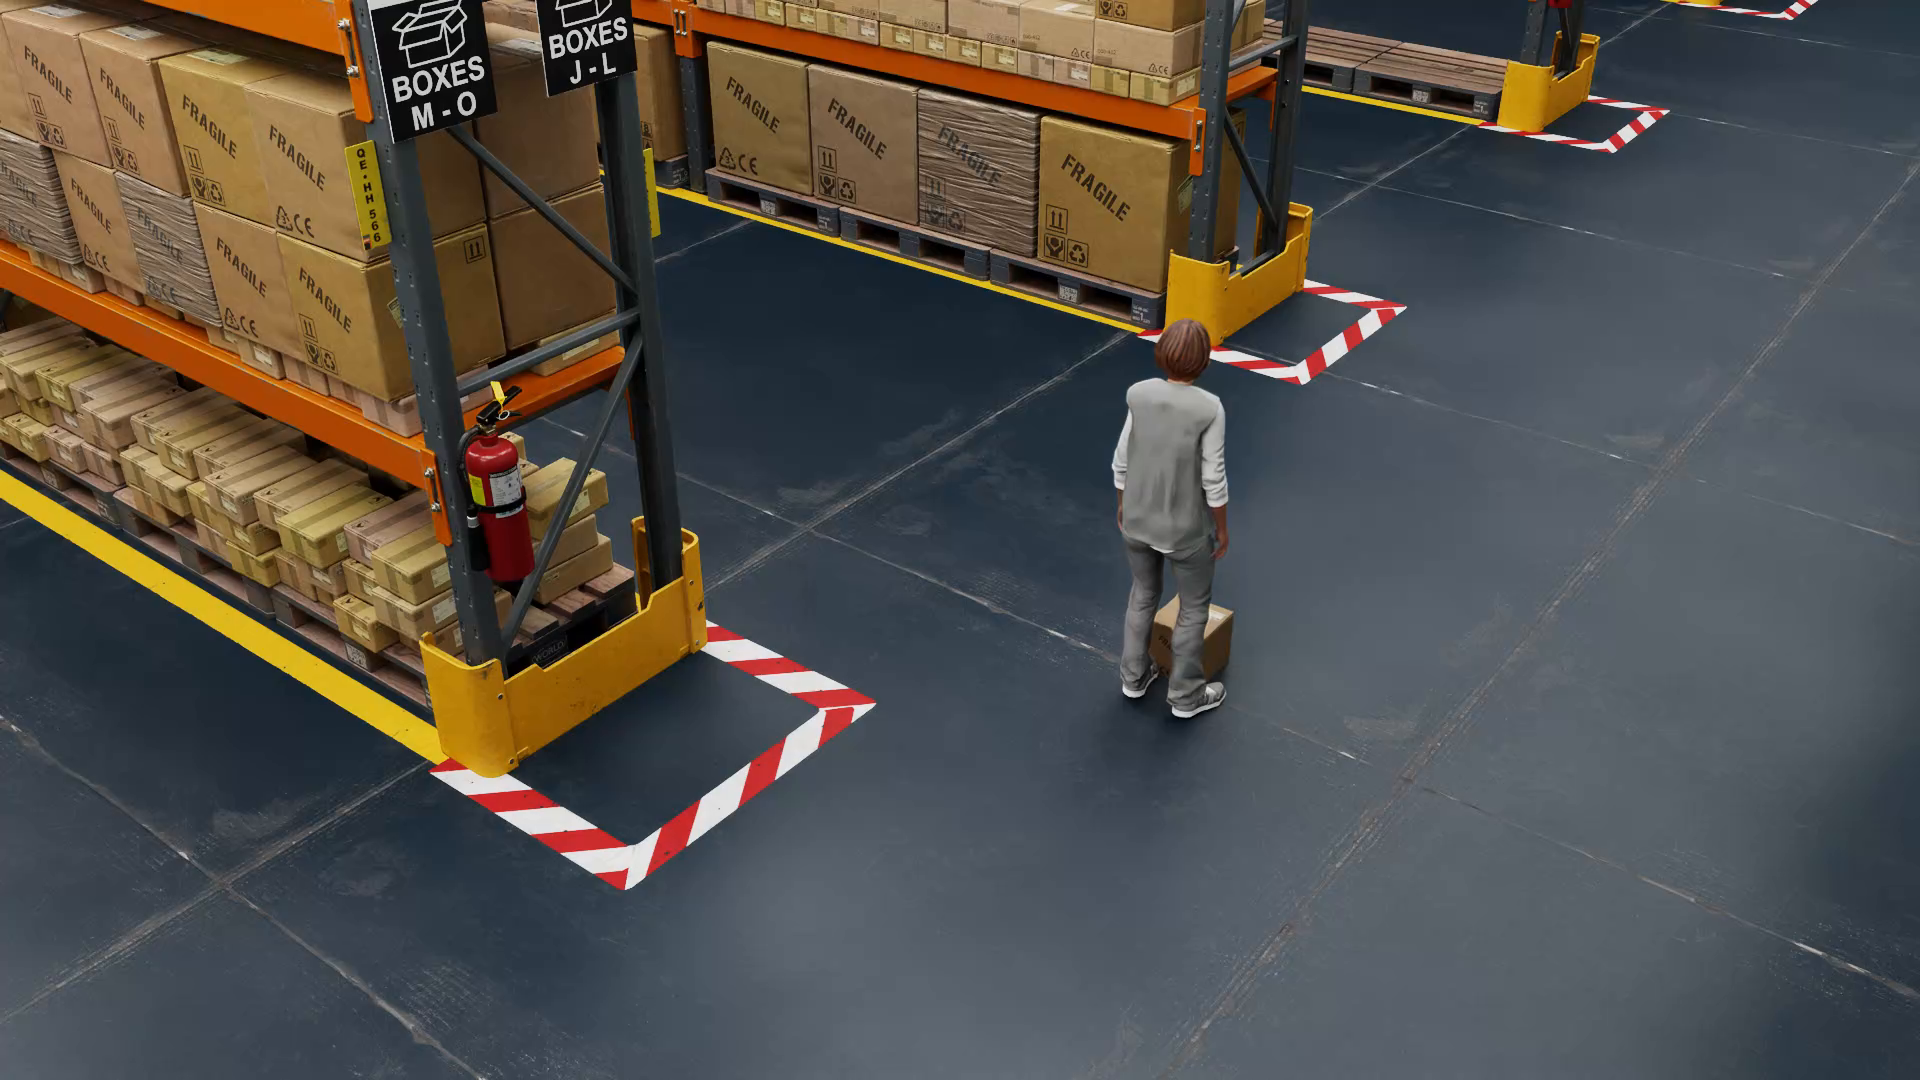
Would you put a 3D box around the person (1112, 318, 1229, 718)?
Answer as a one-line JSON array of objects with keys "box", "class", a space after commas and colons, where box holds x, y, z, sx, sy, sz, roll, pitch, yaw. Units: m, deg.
[{"box": [0.791, -0.059, 6.242, 0.481, 1.591, 0.348, 19, 36, 28], "class": "person"}]
